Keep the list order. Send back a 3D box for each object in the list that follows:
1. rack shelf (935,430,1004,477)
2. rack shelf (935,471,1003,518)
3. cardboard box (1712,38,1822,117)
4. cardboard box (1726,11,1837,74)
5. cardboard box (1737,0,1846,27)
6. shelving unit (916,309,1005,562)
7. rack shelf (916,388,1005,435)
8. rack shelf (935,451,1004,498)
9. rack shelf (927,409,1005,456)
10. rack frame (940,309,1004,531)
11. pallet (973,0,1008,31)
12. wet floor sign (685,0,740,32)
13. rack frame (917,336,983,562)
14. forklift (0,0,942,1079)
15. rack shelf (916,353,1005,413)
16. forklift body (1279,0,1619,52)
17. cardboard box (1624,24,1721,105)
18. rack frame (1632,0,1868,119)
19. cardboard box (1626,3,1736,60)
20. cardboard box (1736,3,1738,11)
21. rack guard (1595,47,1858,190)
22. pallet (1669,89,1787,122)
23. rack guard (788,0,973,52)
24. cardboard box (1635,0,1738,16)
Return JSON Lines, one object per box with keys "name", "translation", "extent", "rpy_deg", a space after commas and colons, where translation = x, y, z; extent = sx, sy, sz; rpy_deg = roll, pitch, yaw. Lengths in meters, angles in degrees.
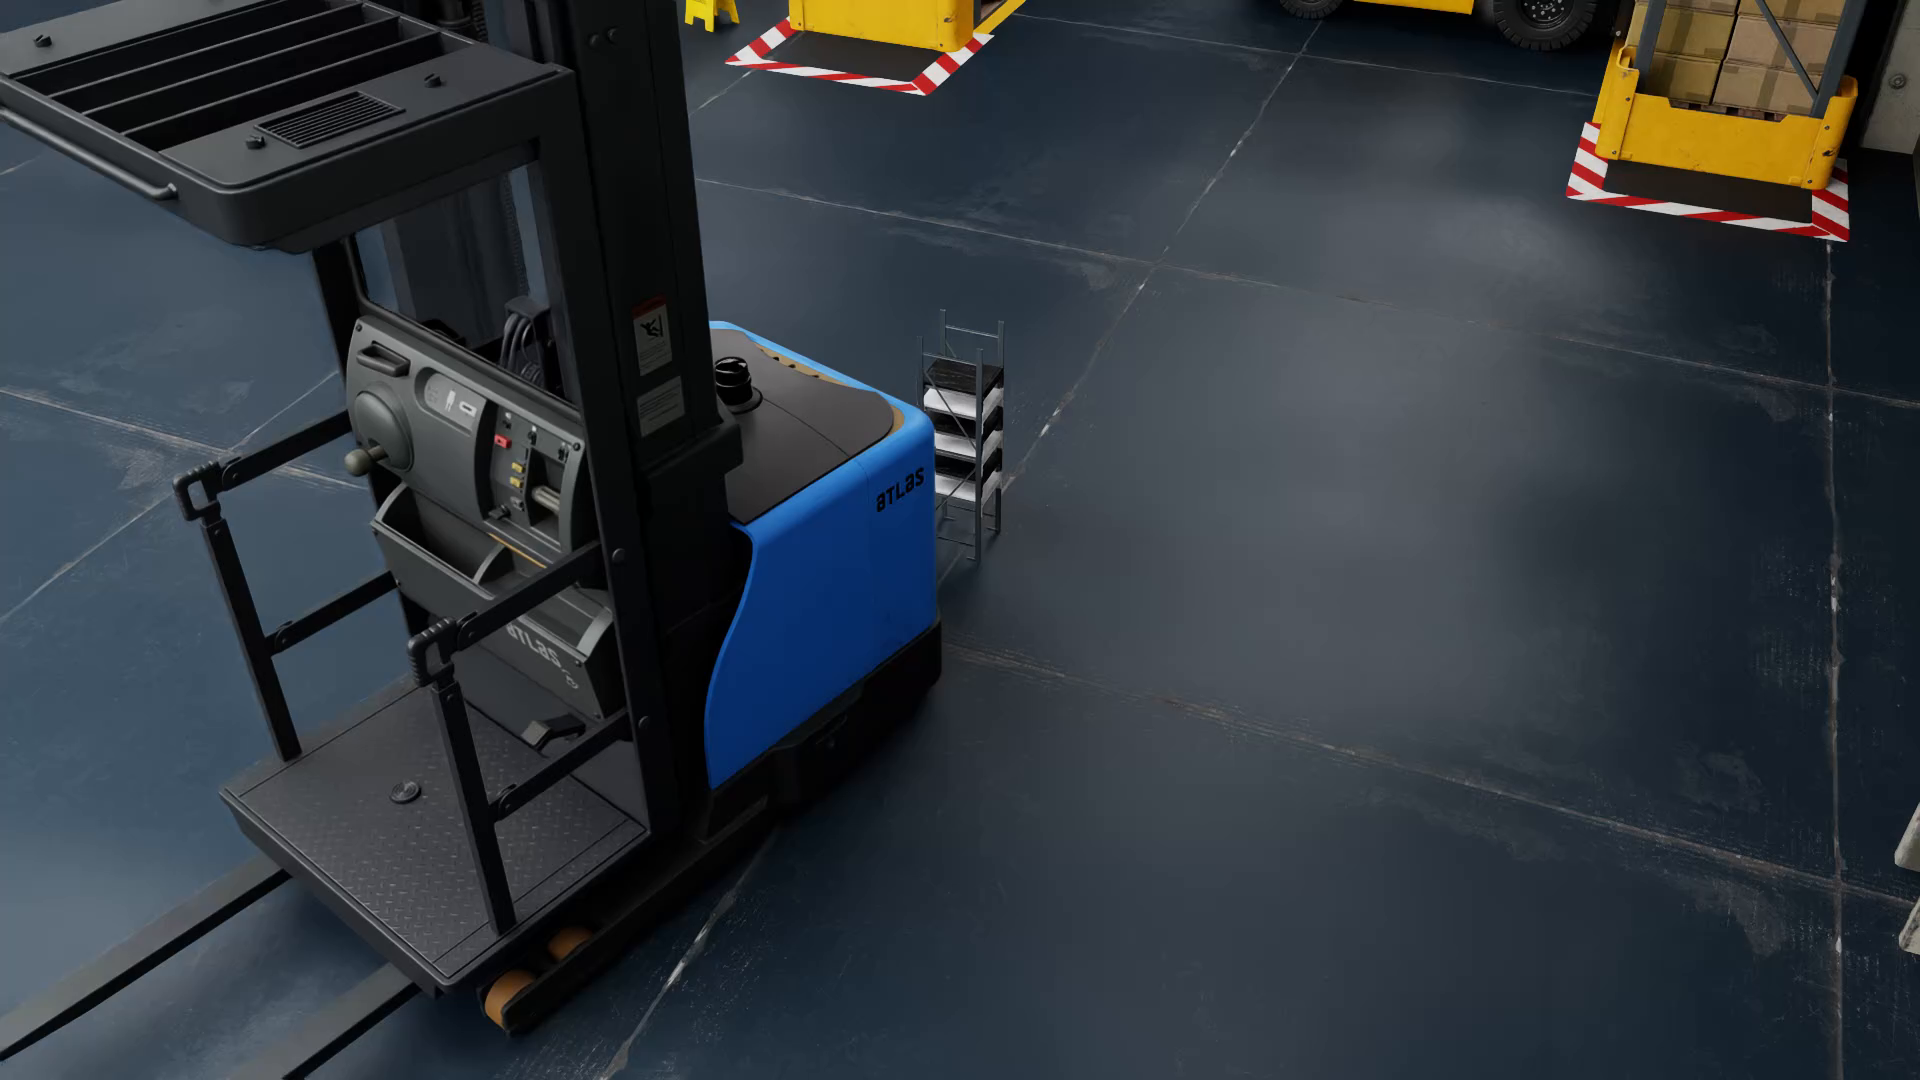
{"name": "rack shelf", "translation": [0.003, -0.338, 6.007], "extent": [0.258, 0.077, 0.200], "rpy_deg": [14, 39, 18]}
{"name": "rack shelf", "translation": [0.003, -0.194, 6.114], "extent": [0.258, 0.077, 0.200], "rpy_deg": [14, 39, 18]}
{"name": "cardboard box", "translation": [4.429, -2.556, 9.110], "extent": [0.500, 0.250, 0.500], "rpy_deg": [14, 39, 18]}
{"name": "cardboard box", "translation": [4.432, -2.742, 8.941], "extent": [0.500, 0.250, 0.500], "rpy_deg": [15, 39, 19]}
{"name": "cardboard box", "translation": [4.419, -2.952, 8.805], "extent": [0.500, 0.250, 0.500], "rpy_deg": [13, 39, 17]}
{"name": "shelving unit", "translation": [0.003, -0.365, 5.987], "extent": [0.258, 0.900, 0.210], "rpy_deg": [14, 39, 18]}
{"name": "rack shelf", "translation": [0.003, -0.482, 5.899], "extent": [0.258, 0.077, 0.200], "rpy_deg": [14, 39, 18]}
{"name": "rack shelf", "translation": [0.003, -0.266, 6.060], "extent": [0.258, 0.077, 0.200], "rpy_deg": [14, 39, 18]}
{"name": "rack shelf", "translation": [0.003, -0.410, 5.953], "extent": [0.258, 0.077, 0.200], "rpy_deg": [14, 39, 18]}
{"name": "rack frame", "translation": [0.042, -0.421, 6.062], "extent": [0.240, 0.900, 0.006], "rpy_deg": [14, 39, 18]}
{"name": "pallet", "translation": [-0.160, -3.757, 11.101], "extent": [1.003, 0.211, 1.213], "rpy_deg": [14, 39, 18]}
{"name": "wet floor sign", "translation": [-1.593, -3.586, 10.509], "extent": [0.267, 0.644, 0.232], "rpy_deg": [29, 45, 33]}
{"name": "rack frame", "translation": [-0.036, -0.309, 5.911], "extent": [0.240, 0.900, 0.006], "rpy_deg": [14, 39, 18]}
{"name": "forklift", "translation": [-1.391, -0.195, 4.062], "extent": [1.130, 2.935, 3.031], "rpy_deg": [27, 44, 31]}
{"name": "rack shelf", "translation": [0.003, -0.554, 5.845], "extent": [0.258, 0.077, 0.200], "rpy_deg": [14, 39, 18]}
{"name": "forklift body", "translation": [3.095, -4.387, 10.323], "extent": [2.313, 2.155, 1.214], "rpy_deg": [14, 39, 18]}
{"name": "cardboard box", "translation": [3.947, -2.661, 9.250], "extent": [0.500, 0.250, 0.500], "rpy_deg": [14, 39, 18]}
{"name": "rack frame", "translation": [4.061, -3.262, 8.108], "extent": [1.000, 3.000, 0.127], "rpy_deg": [14, 39, 18]}
{"name": "cardboard box", "translation": [3.957, -2.870, 9.112], "extent": [0.500, 0.250, 0.500], "rpy_deg": [13, 39, 17]}
{"name": "cardboard box", "translation": [4.612, -3.022, 9.316], "extent": [0.500, 0.250, 0.500], "rpy_deg": [13, 39, 17]}
{"name": "rack guard", "translation": [4.052, -2.247, 8.839], "extent": [1.175, 0.500, 0.348], "rpy_deg": [14, 39, 18]}
{"name": "pallet", "translation": [4.313, -2.578, 9.522], "extent": [1.003, 0.211, 1.213], "rpy_deg": [14, 39, 18]}
{"name": "rack guard", "translation": [-0.502, -3.431, 10.423], "extent": [1.175, 0.500, 0.348], "rpy_deg": [14, 39, 18]}
{"name": "cardboard box", "translation": [3.948, -3.055, 8.943], "extent": [0.500, 0.250, 0.500], "rpy_deg": [15, 39, 19]}
